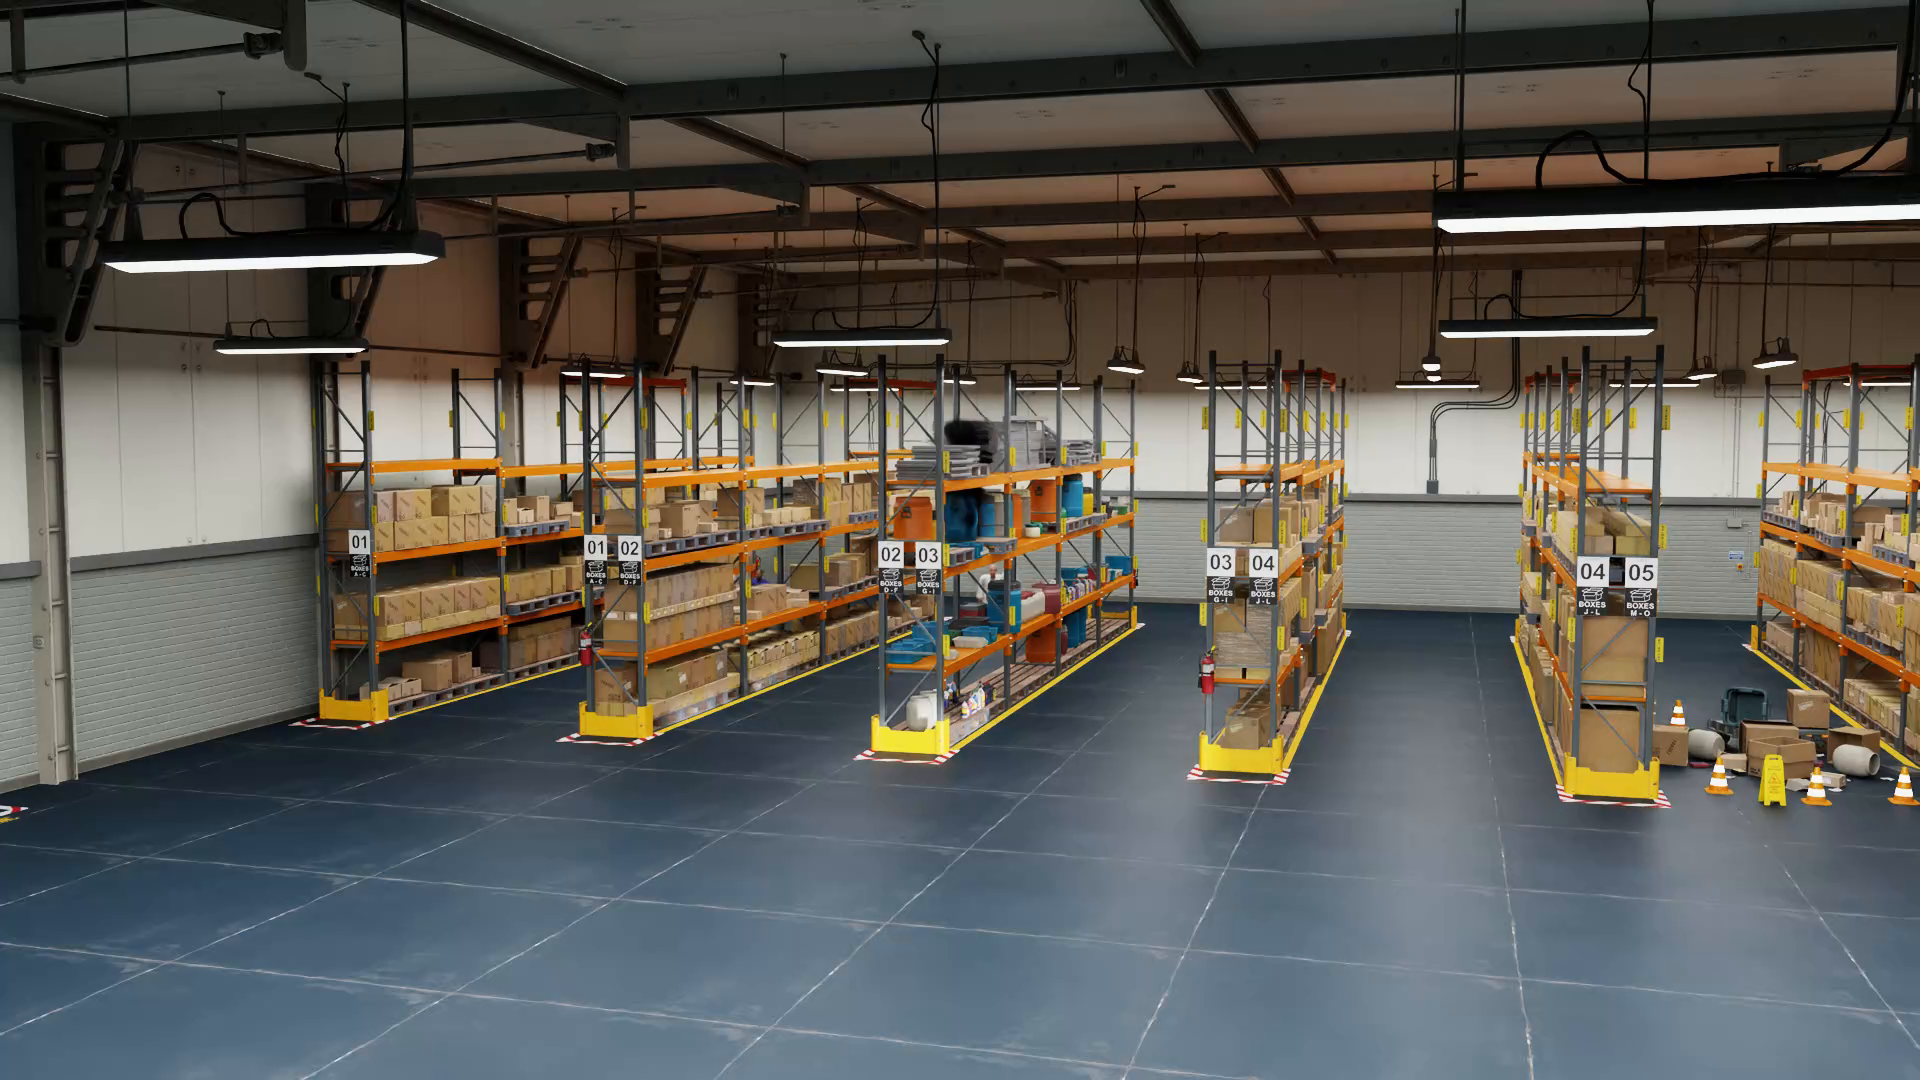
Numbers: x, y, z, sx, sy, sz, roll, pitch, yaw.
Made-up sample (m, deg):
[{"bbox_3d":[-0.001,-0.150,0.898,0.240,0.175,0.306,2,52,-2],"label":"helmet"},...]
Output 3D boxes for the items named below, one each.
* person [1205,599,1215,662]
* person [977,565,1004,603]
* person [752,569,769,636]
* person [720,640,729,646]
[{"bbox_3d":[5.352,1.690,34.395,0.645,1.699,0.648,1,4,14],"label":"person"},{"bbox_3d":[0.743,1.417,38.319,0.712,1.711,0.710,0,4,0],"label":"person"},{"bbox_3d":[-4.564,1.493,37.967,0.487,1.657,0.790,1,4,8],"label":"person"},{"bbox_3d":[-4.964,1.642,34.635,0.653,1.784,0.797,1,4,18],"label":"person"}]
